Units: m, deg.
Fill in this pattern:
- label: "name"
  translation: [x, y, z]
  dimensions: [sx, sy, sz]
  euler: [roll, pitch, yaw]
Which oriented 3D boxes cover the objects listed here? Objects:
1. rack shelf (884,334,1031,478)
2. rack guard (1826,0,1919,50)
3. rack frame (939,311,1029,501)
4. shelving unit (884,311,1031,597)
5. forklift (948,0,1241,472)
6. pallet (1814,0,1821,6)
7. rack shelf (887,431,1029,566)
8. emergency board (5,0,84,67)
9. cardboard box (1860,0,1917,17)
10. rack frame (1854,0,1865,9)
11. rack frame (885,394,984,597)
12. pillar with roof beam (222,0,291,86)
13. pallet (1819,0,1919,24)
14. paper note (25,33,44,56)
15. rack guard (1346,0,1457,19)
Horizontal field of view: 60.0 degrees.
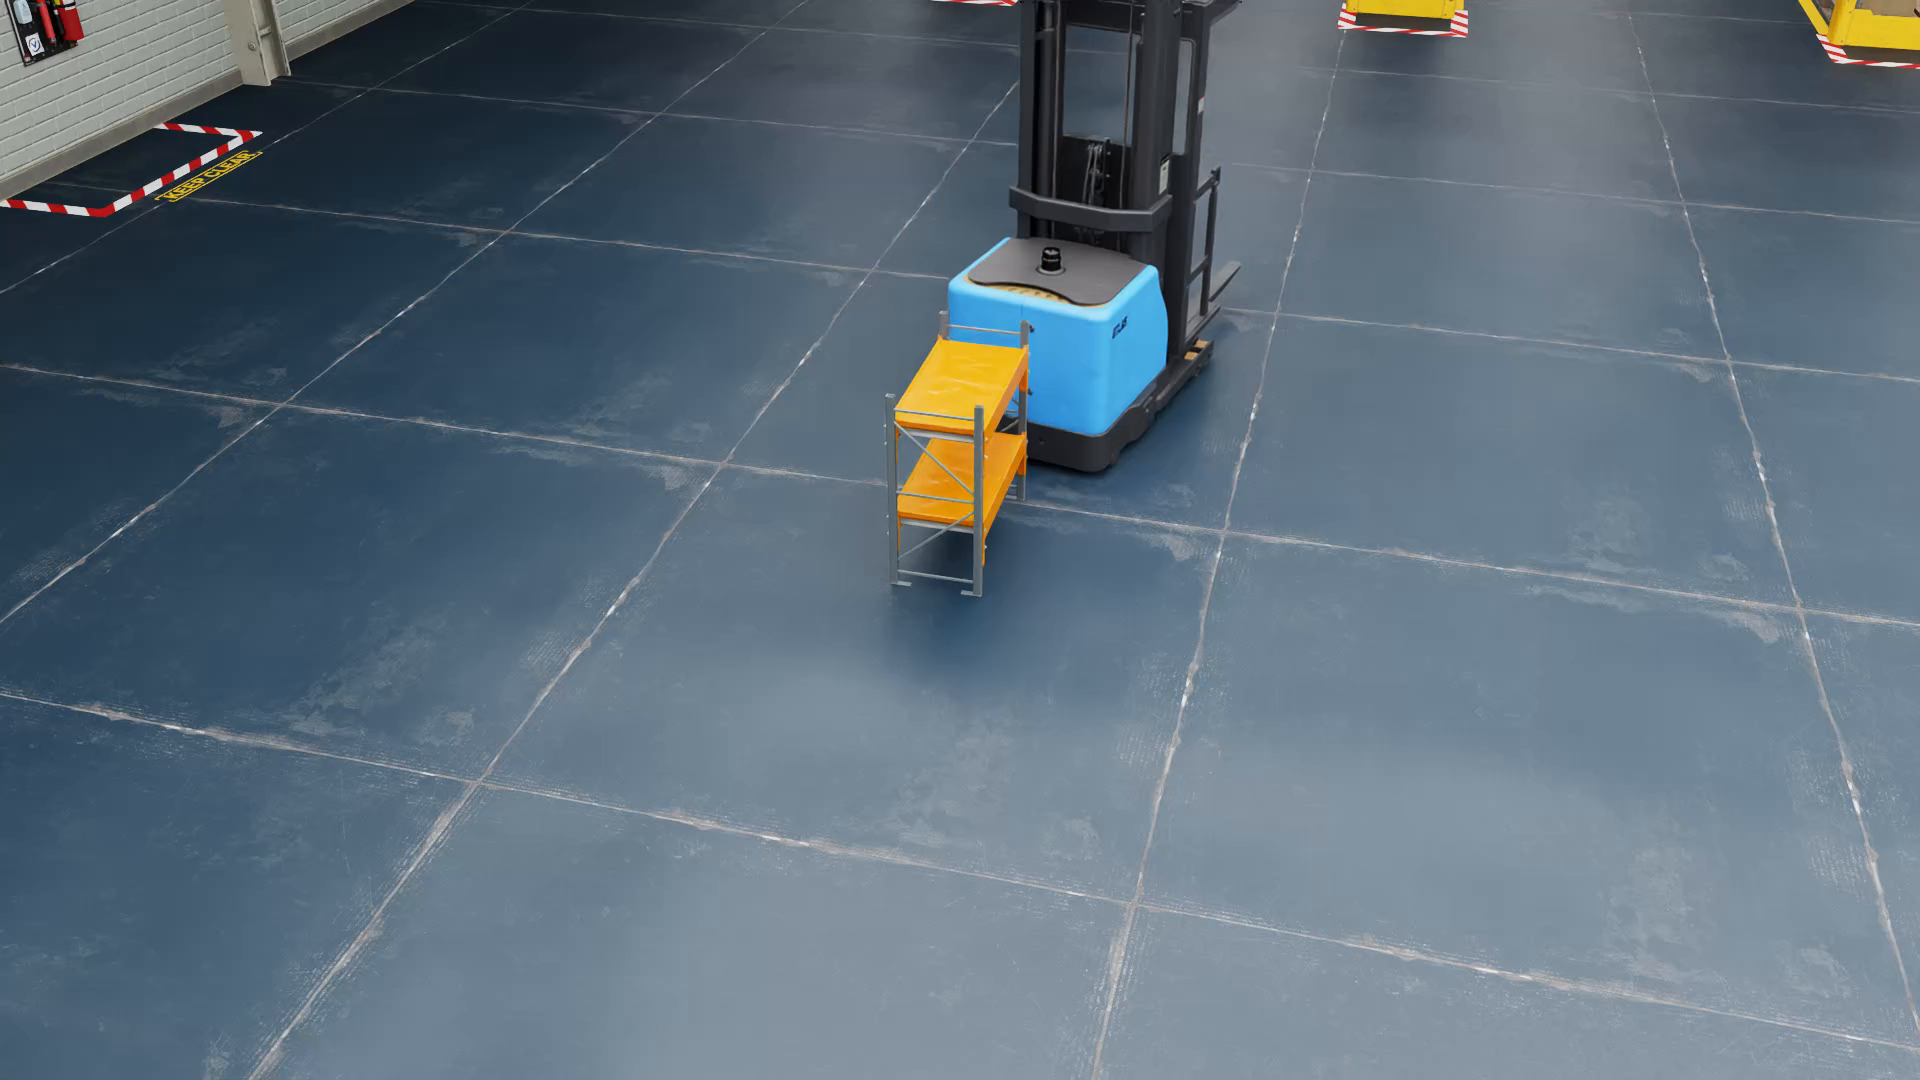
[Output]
- label: "rack shelf"
  translation: [0.002, -0.725, 8.797]
  dimensions: [0.538, 0.278, 1.000]
  euler: [8, 33, 12]
- label: "rack guard"
  translation: [9.729, -5.410, 17.293]
  dimensions: [1.175, 0.500, 0.348]
  euler: [8, 33, 12]
- label: "rack frame"
  translation: [0.131, -0.742, 9.369]
  dimensions: [0.500, 1.125, 0.032]
  euler: [8, 33, 12]
- label: "shelving unit"
  translation: [0.002, -0.478, 8.954]
  dimensions: [0.538, 1.125, 1.048]
  euler: [8, 33, 12]
- label: "forklift"
  translation: [1.037, -2.407, 10.304]
  dimensions: [1.130, 2.935, 3.031]
  euler: [15, 36, 23]
- label: "pallet"
  translation: [10.281, -6.336, 19.019]
  dimensions: [1.003, 0.211, 1.213]
  euler: [8, 33, 12]
- label: "rack shelf"
  translation: [0.002, -0.272, 9.085]
  dimensions: [0.538, 0.278, 1.000]
  euler: [8, 33, 12]
- label: "emergency board"
  translation: [-7.510, -4.538, 13.593]
  dimensions: [0.194, 1.169, 0.643]
  euler: [8, 33, 12]
- label: "cardboard box"
  translation: [9.884, -5.869, 17.625]
  dimensions: [0.500, 0.500, 0.500]
  euler: [14, 35, 21]
- label: "rack frame"
  translation: [9.710, -6.425, 16.561]
  dimensions: [1.000, 3.000, 0.127]
  euler: [8, 33, 12]
- label: "rack frame"
  translation: [-0.127, -0.214, 8.539]
  dimensions: [0.500, 1.125, 0.032]
  euler: [8, 33, 12]
- label: "pillar with roof beam"
  translation: [-2.681, -7.761, 13.071]
  dimensions: [9.100, 9.000, 0.400]
  euler: [8, 33, 12]
- label: "pallet"
  translation: [9.969, -5.704, 18.026]
  dimensions: [1.003, 0.211, 1.213]
  euler: [8, 33, 12]
- label: "paper note"
  translation: [-7.621, -4.084, 13.700]
  dimensions: [0.016, 0.148, 0.142]
  euler: [8, 33, 12]
- label: "rack guard"
  translation: [4.893, -6.090, 18.364]
  dimensions: [1.175, 0.500, 0.348]
  euler: [8, 33, 12]
